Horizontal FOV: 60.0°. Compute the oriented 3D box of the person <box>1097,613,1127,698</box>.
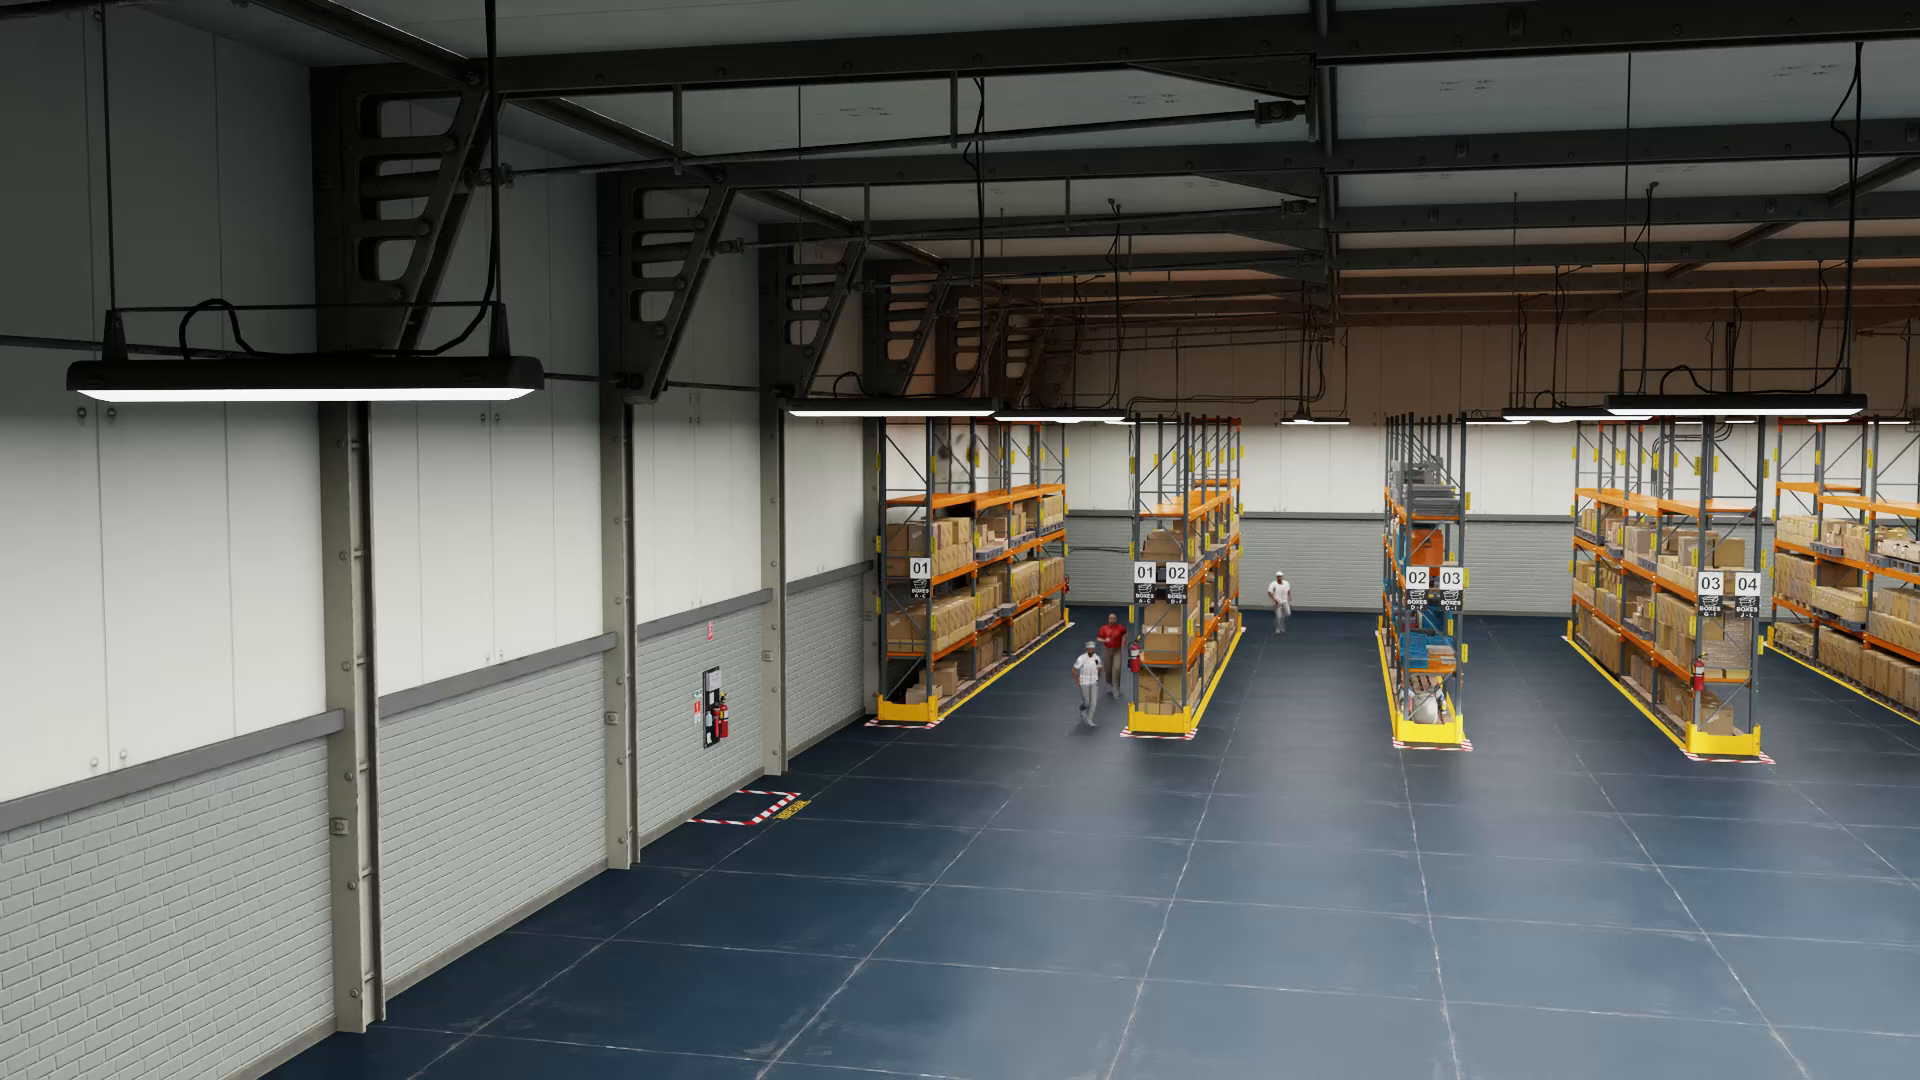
[{"bbox_3d":[3.251,2.441,35.528,0.655,1.756,0.917,0,4,3],"label":"person"}]

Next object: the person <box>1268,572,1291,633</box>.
[{"bbox_3d":[8.905,1.735,46.111,0.719,1.723,0.585,-1,4,-13],"label":"person"}]

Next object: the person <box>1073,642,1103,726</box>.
[{"bbox_3d":[2.462,2.746,32.044,0.600,1.633,0.611,-1,4,-13],"label":"person"}]
